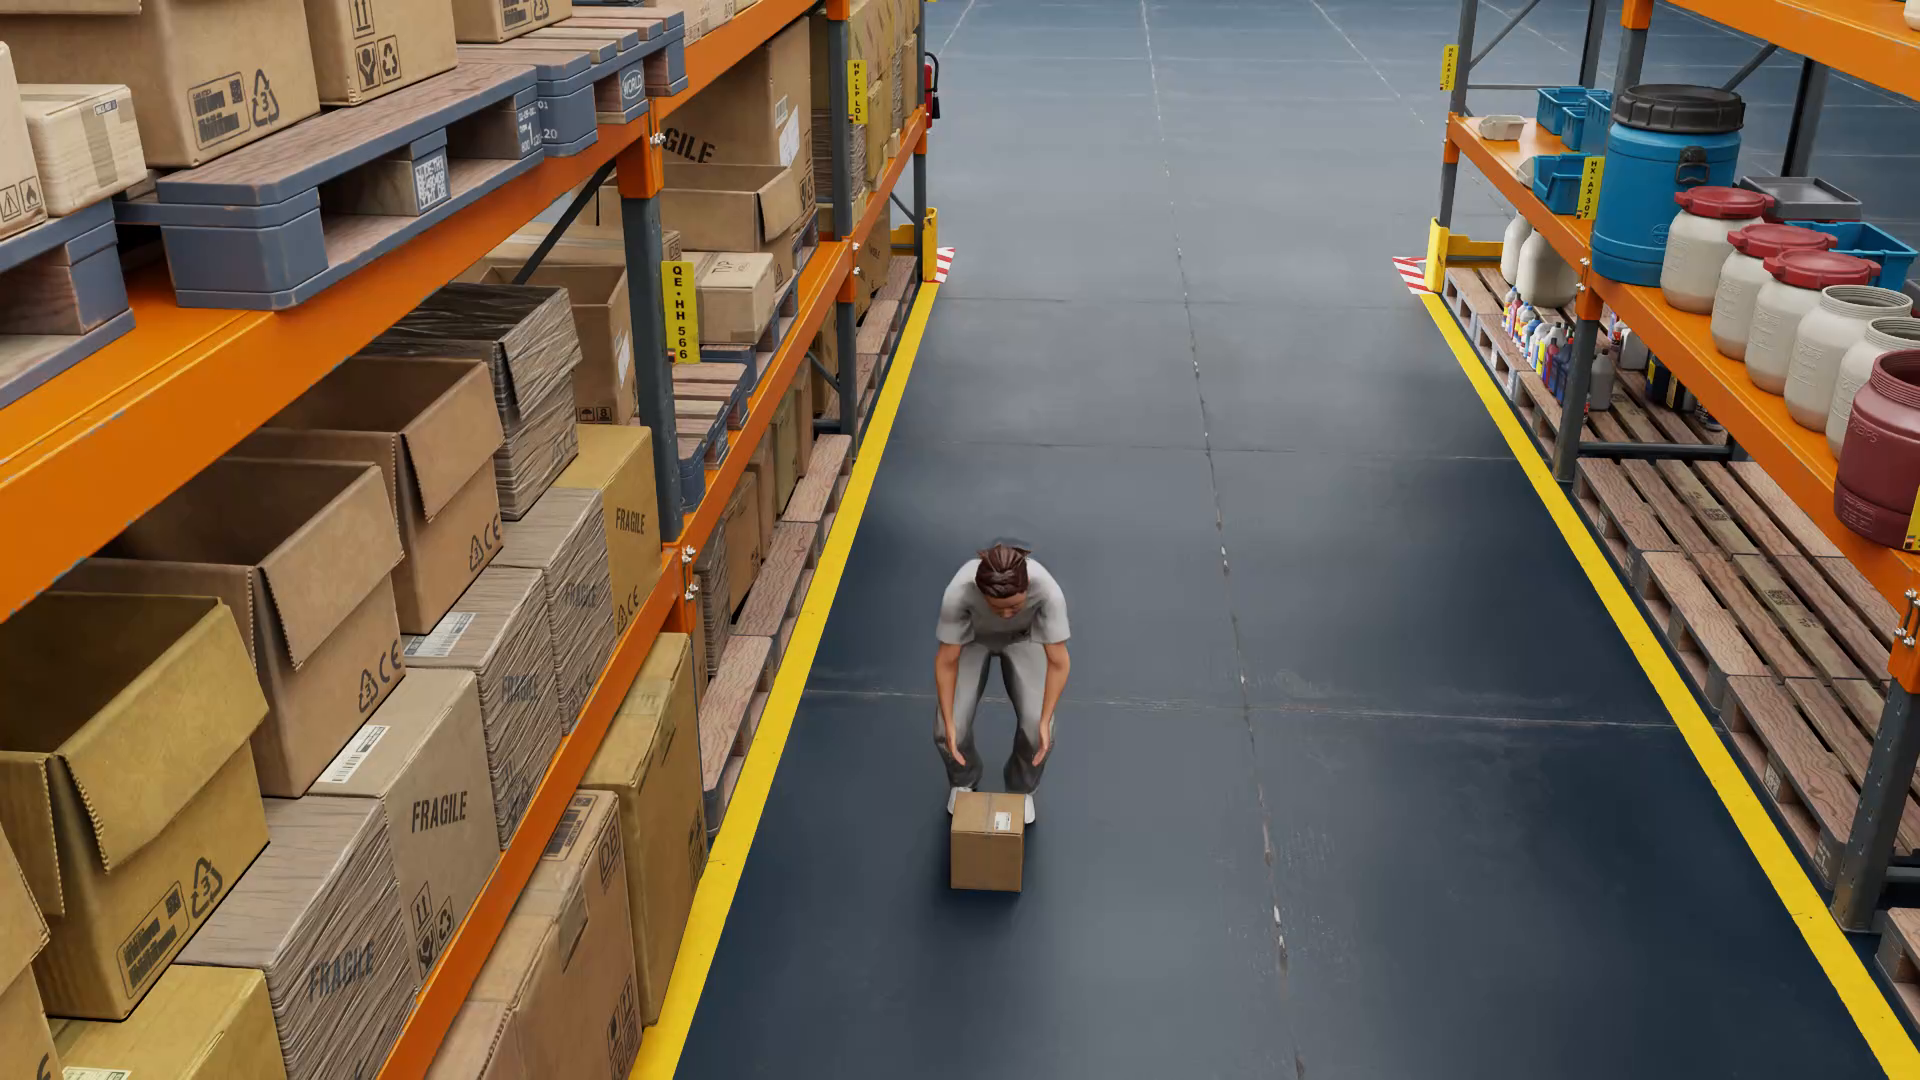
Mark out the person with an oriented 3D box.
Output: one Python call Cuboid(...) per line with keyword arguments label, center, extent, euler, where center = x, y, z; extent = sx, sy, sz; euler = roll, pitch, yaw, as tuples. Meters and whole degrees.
Cuboid(label="person", center=(0.156, 0.484, 6.113), extent=(0.495, 1.211, 0.720), euler=(2, 25, 4))
